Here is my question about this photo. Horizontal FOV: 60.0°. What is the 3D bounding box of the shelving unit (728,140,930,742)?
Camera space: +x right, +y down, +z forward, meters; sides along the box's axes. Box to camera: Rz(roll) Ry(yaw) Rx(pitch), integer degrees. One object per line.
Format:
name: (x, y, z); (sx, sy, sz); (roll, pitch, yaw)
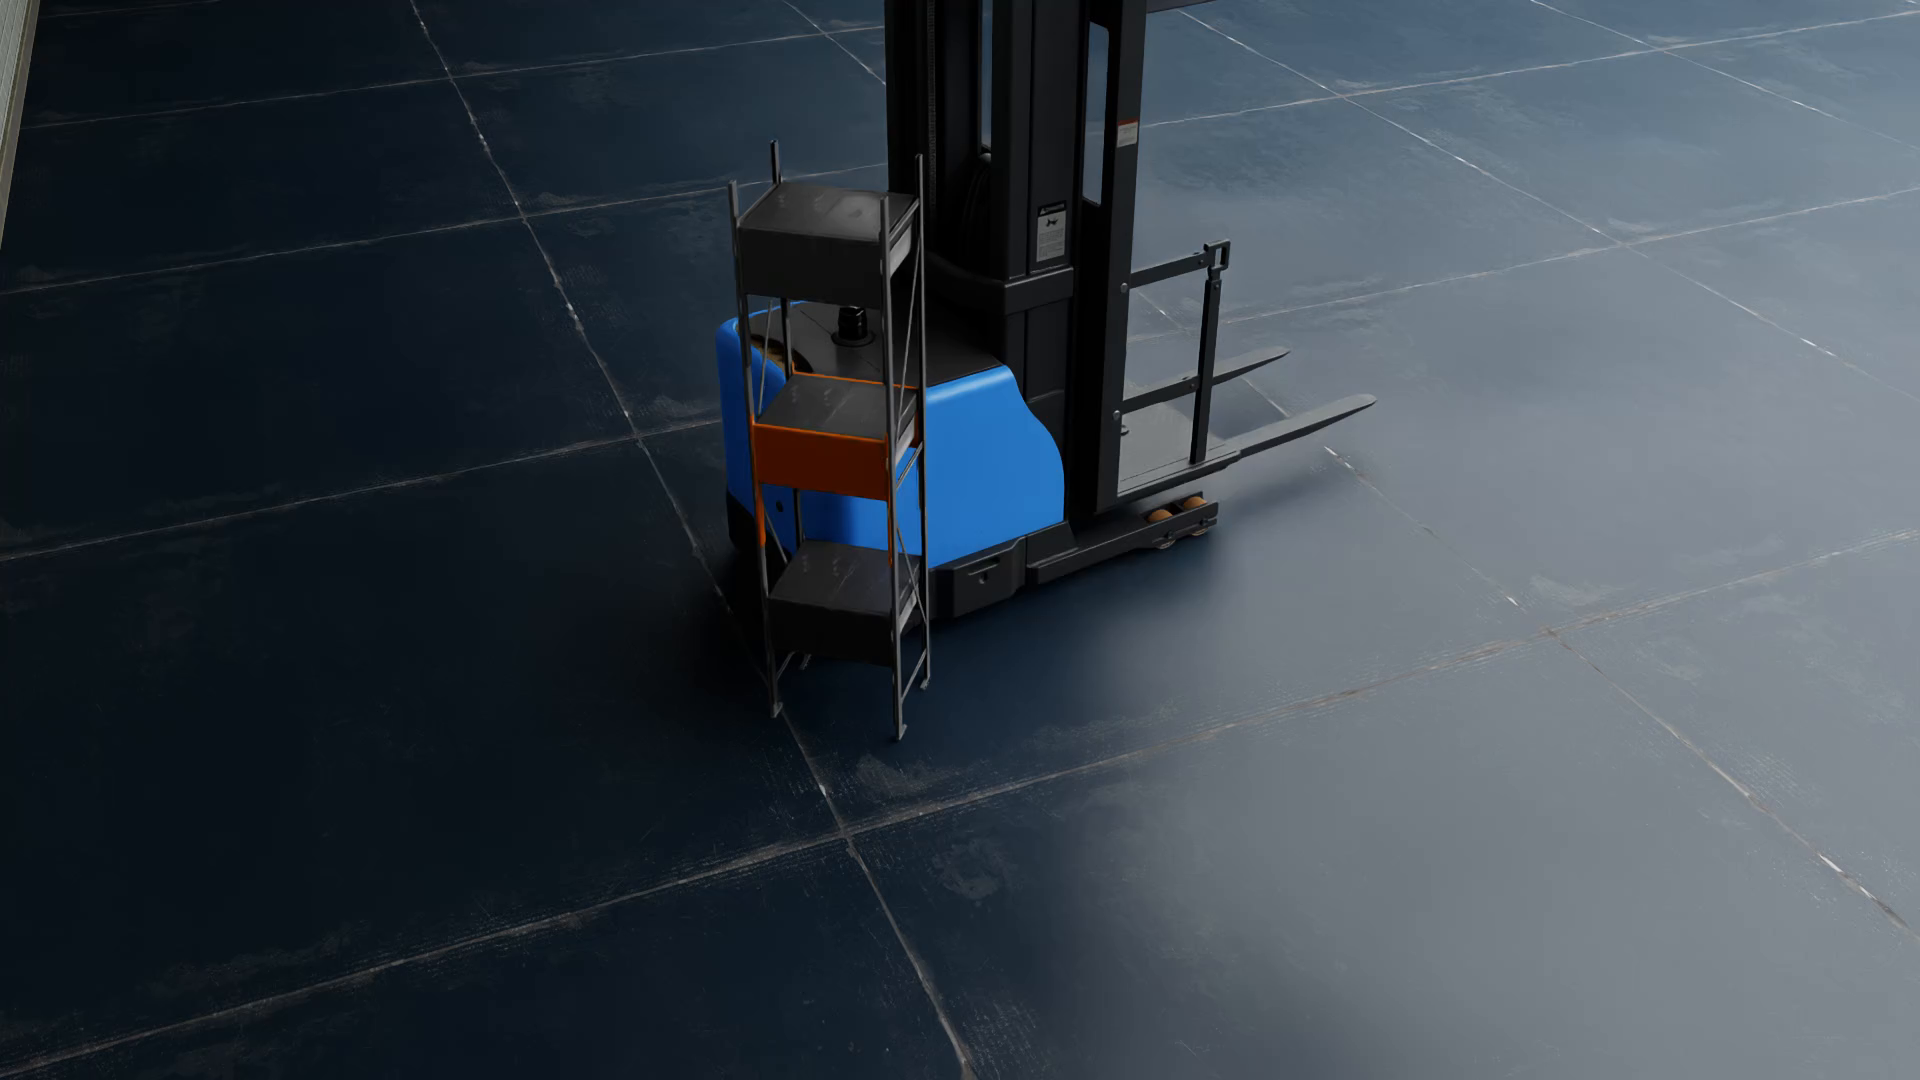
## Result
shelving unit: (-0.413, -0.279, 5.751); (0.503, 2.100, 0.431); (8, 34, 13)

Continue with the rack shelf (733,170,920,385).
rack shelf: (-0.414, -0.853, 5.375); (0.480, 0.518, 0.431); (8, 34, 13)

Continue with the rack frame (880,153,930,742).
rack frame: (-0.178, -0.244, 5.698); (0.015, 2.100, 0.400); (8, 34, 13)

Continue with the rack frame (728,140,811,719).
rack frame: (-0.648, -0.314, 5.805); (0.015, 2.100, 0.400); (8, 34, 13)

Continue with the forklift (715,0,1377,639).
forklift: (0.526, -1.414, 6.735); (3.031, 2.935, 1.130); (-19, 38, -27)

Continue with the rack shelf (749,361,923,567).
rack shelf: (-0.413, -0.267, 5.759); (0.480, 0.518, 0.431); (8, 34, 13)

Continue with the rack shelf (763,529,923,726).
rack shelf: (-0.412, 0.318, 6.143); (0.480, 0.518, 0.431); (8, 34, 13)
